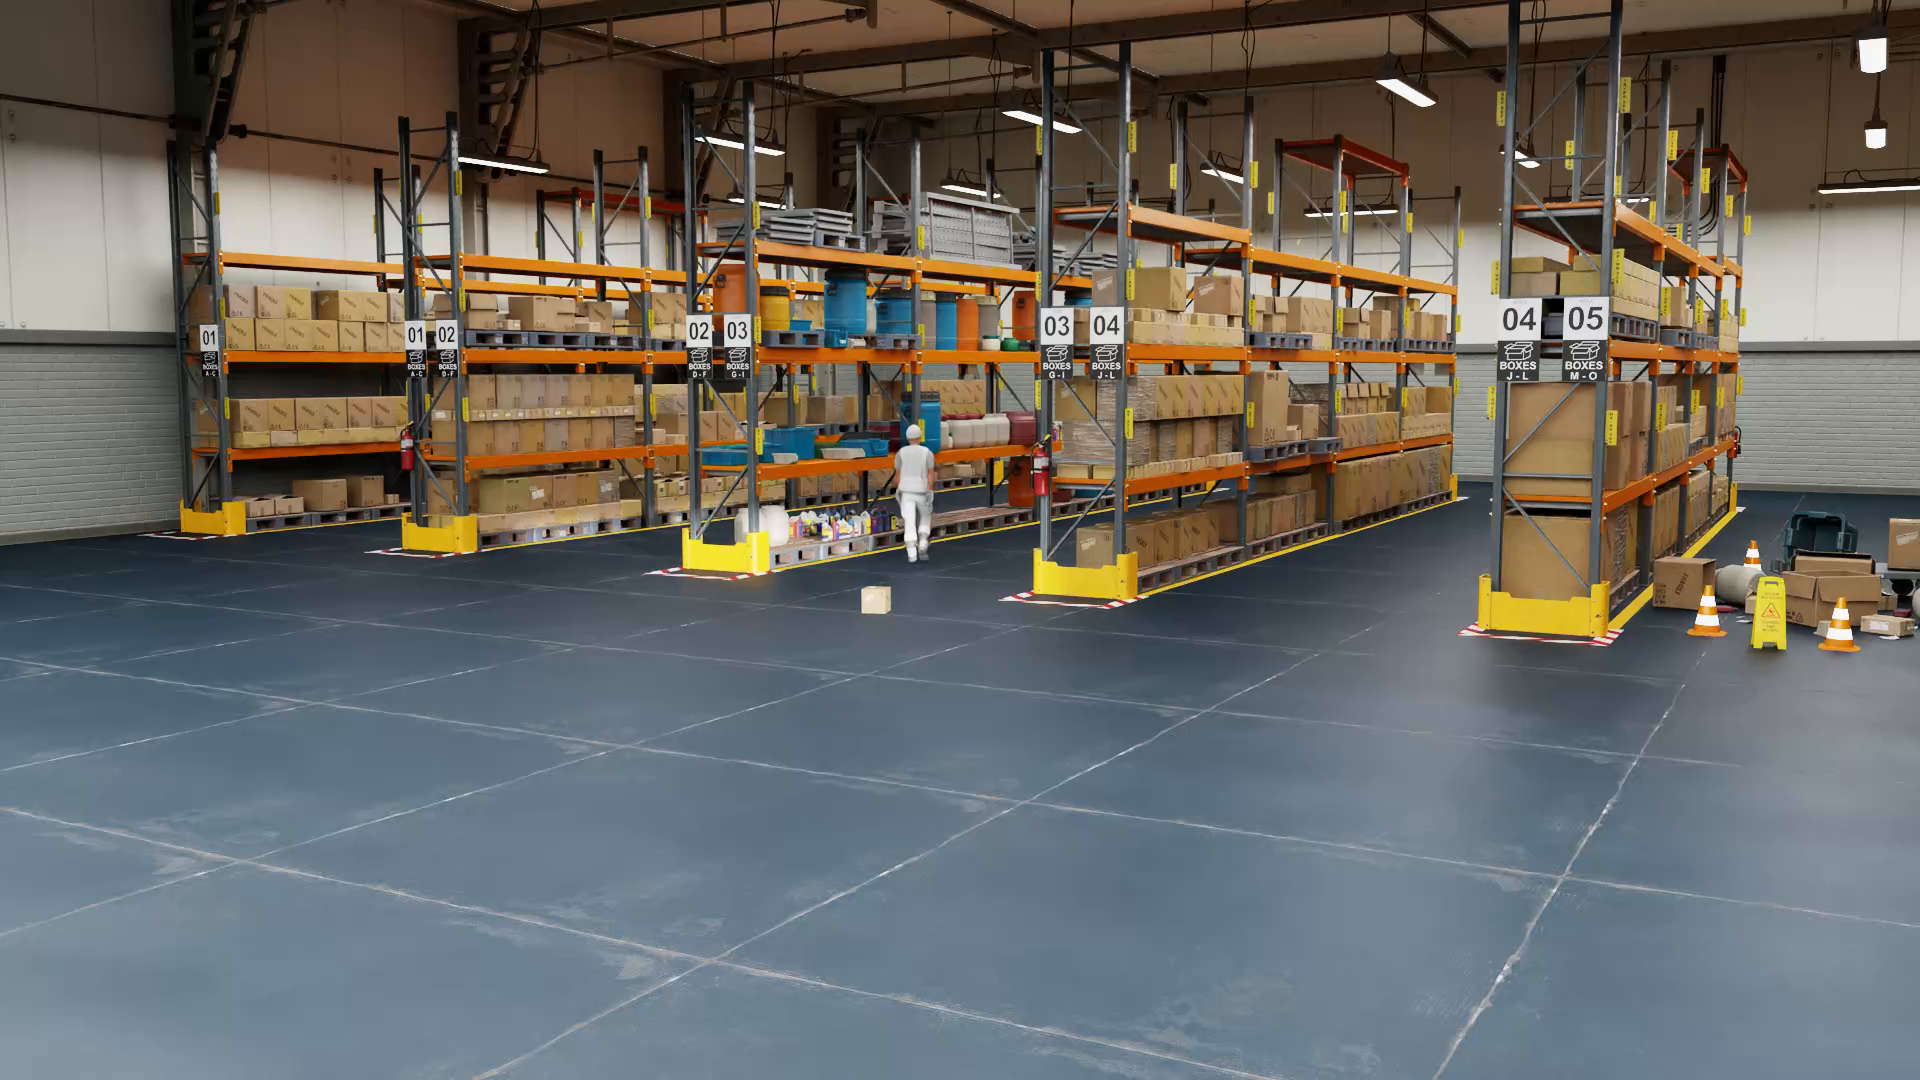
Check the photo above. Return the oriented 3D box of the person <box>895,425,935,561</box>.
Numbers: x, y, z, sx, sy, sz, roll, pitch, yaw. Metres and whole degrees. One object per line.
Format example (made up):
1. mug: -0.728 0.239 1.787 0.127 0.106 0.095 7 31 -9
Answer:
1. person: -0.593 -0.605 21.808 0.524 1.820 0.461 0 6 -1
